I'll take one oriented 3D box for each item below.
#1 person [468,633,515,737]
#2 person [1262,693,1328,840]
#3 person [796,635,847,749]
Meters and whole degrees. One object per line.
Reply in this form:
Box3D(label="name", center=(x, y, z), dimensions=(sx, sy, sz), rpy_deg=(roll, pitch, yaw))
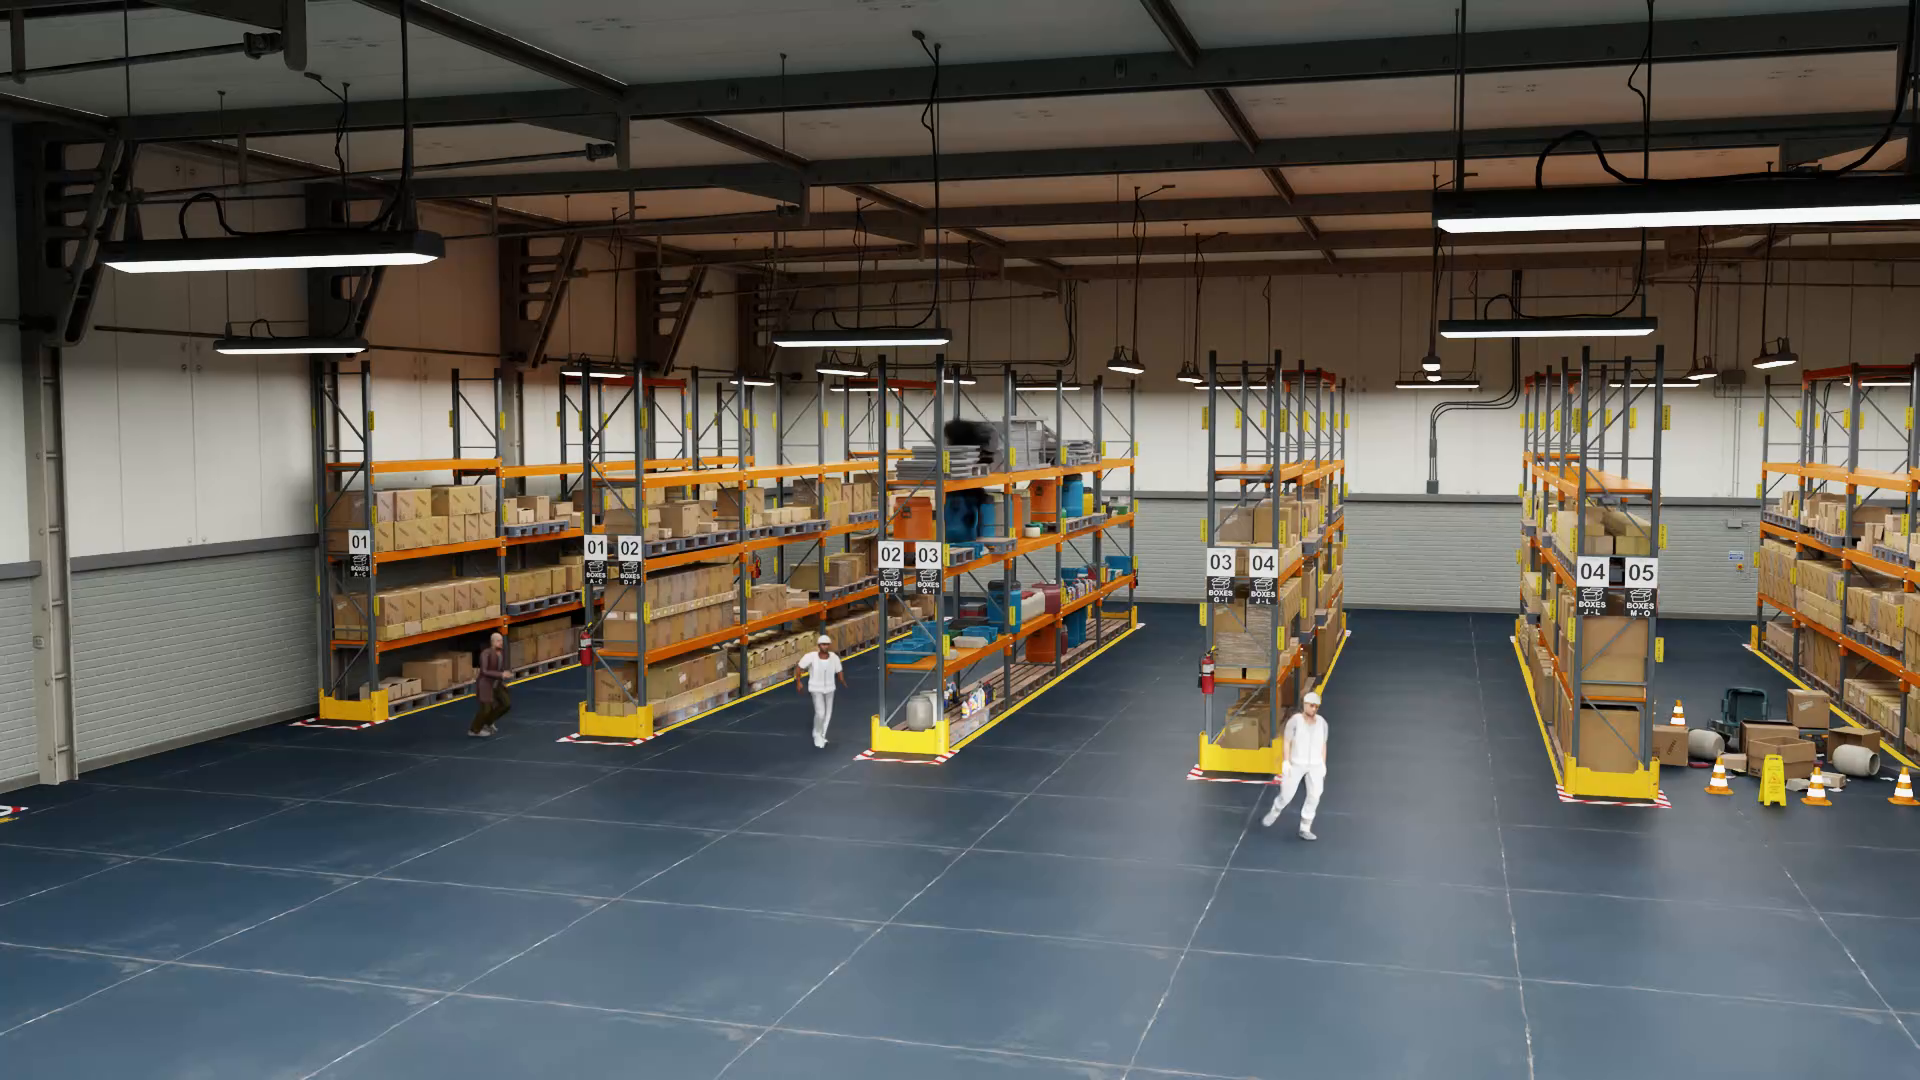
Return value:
Box3D(label="person", center=(-7.388, 2.290, 26.272), dimensions=(0.897, 1.673, 0.713), rpy_deg=(2, 4, 21))
Box3D(label="person", center=(4.040, 2.685, 19.977), dimensions=(0.718, 1.762, 0.620), rpy_deg=(0, 4, -6))
Box3D(label="person", center=(-2.103, 2.321, 25.463), dimensions=(0.688, 1.741, 0.769), rpy_deg=(-2, 5, -25))
